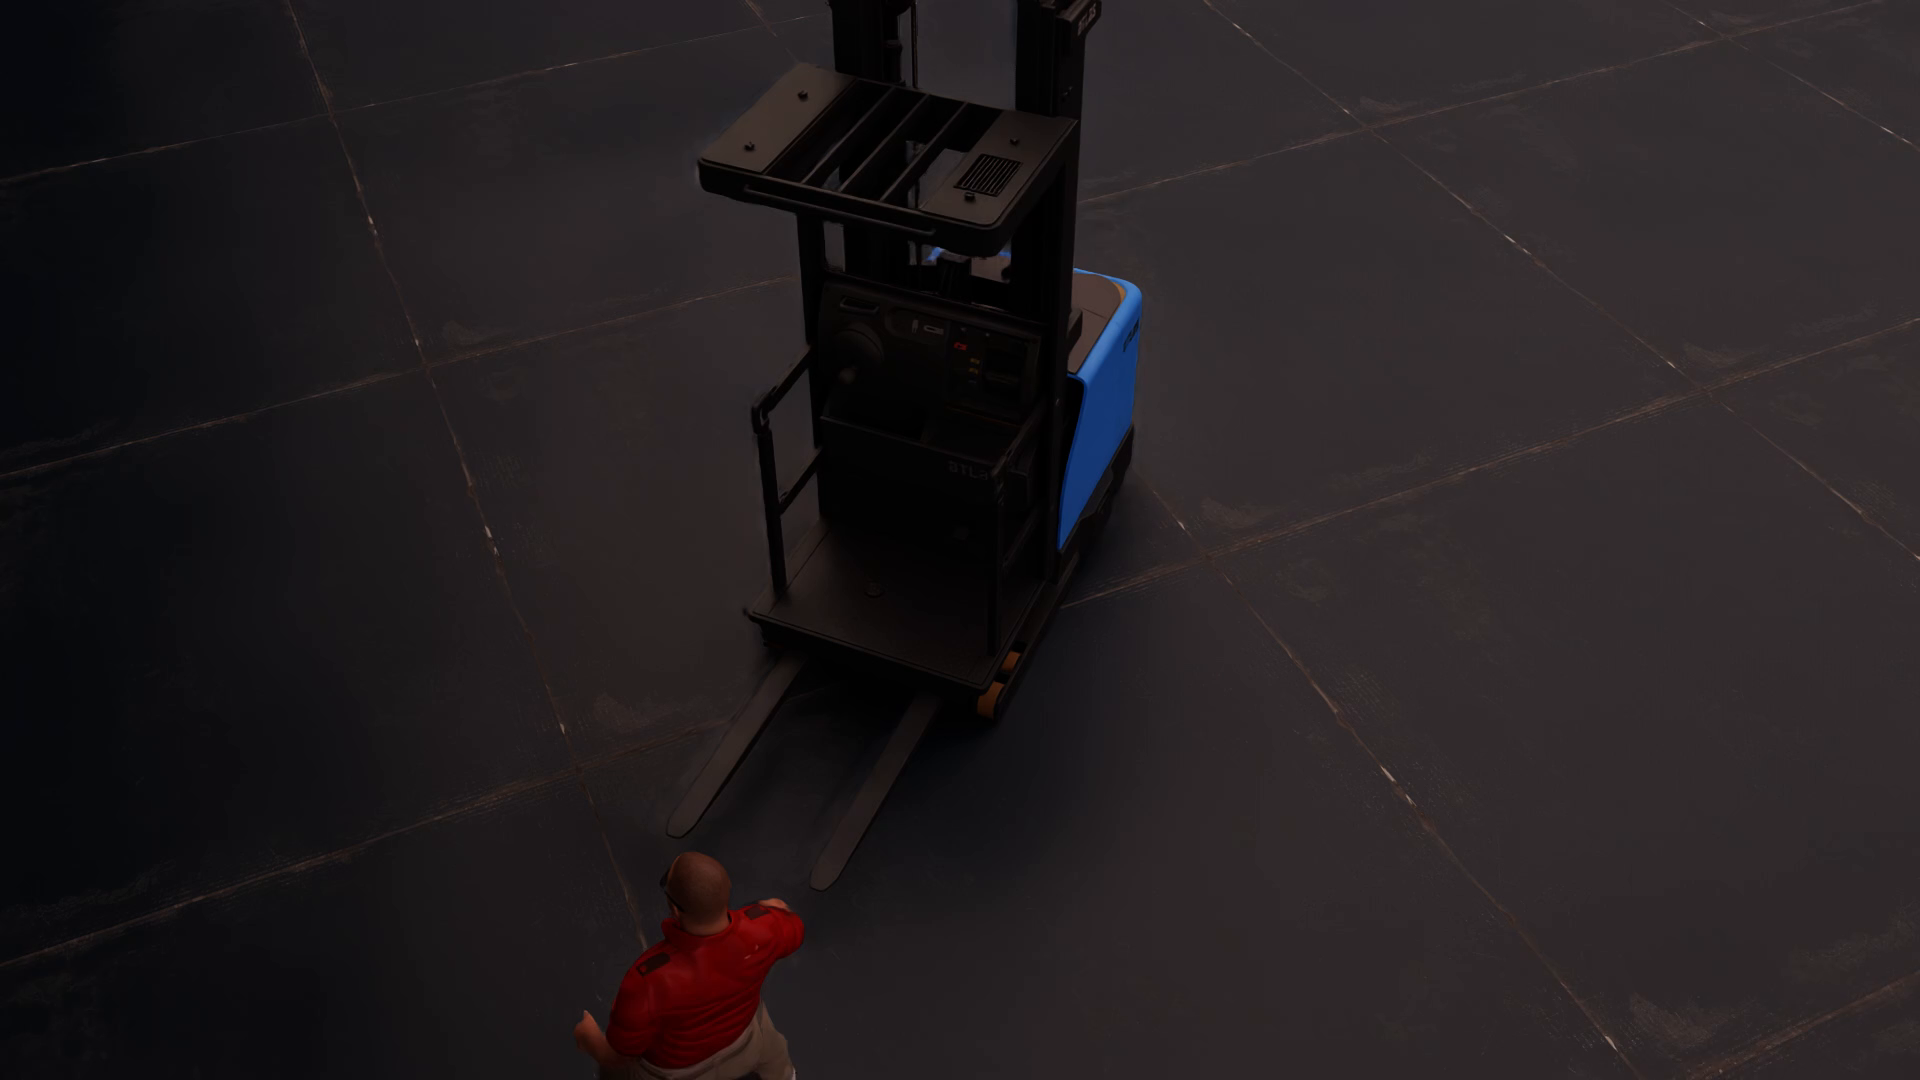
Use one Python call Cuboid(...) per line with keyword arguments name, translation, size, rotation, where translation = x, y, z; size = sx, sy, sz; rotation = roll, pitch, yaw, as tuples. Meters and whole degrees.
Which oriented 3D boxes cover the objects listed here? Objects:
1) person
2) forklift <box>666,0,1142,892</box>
Cuboid(name="person", translation=(-0.801, 1.397, 5.129), size=(0.792, 1.628, 0.601), rotation=(-27, 49, -26))
Cuboid(name="forklift", translation=(-0.211, -0.652, 6.379), size=(1.130, 2.935, 3.031), rotation=(16, 45, 17))
